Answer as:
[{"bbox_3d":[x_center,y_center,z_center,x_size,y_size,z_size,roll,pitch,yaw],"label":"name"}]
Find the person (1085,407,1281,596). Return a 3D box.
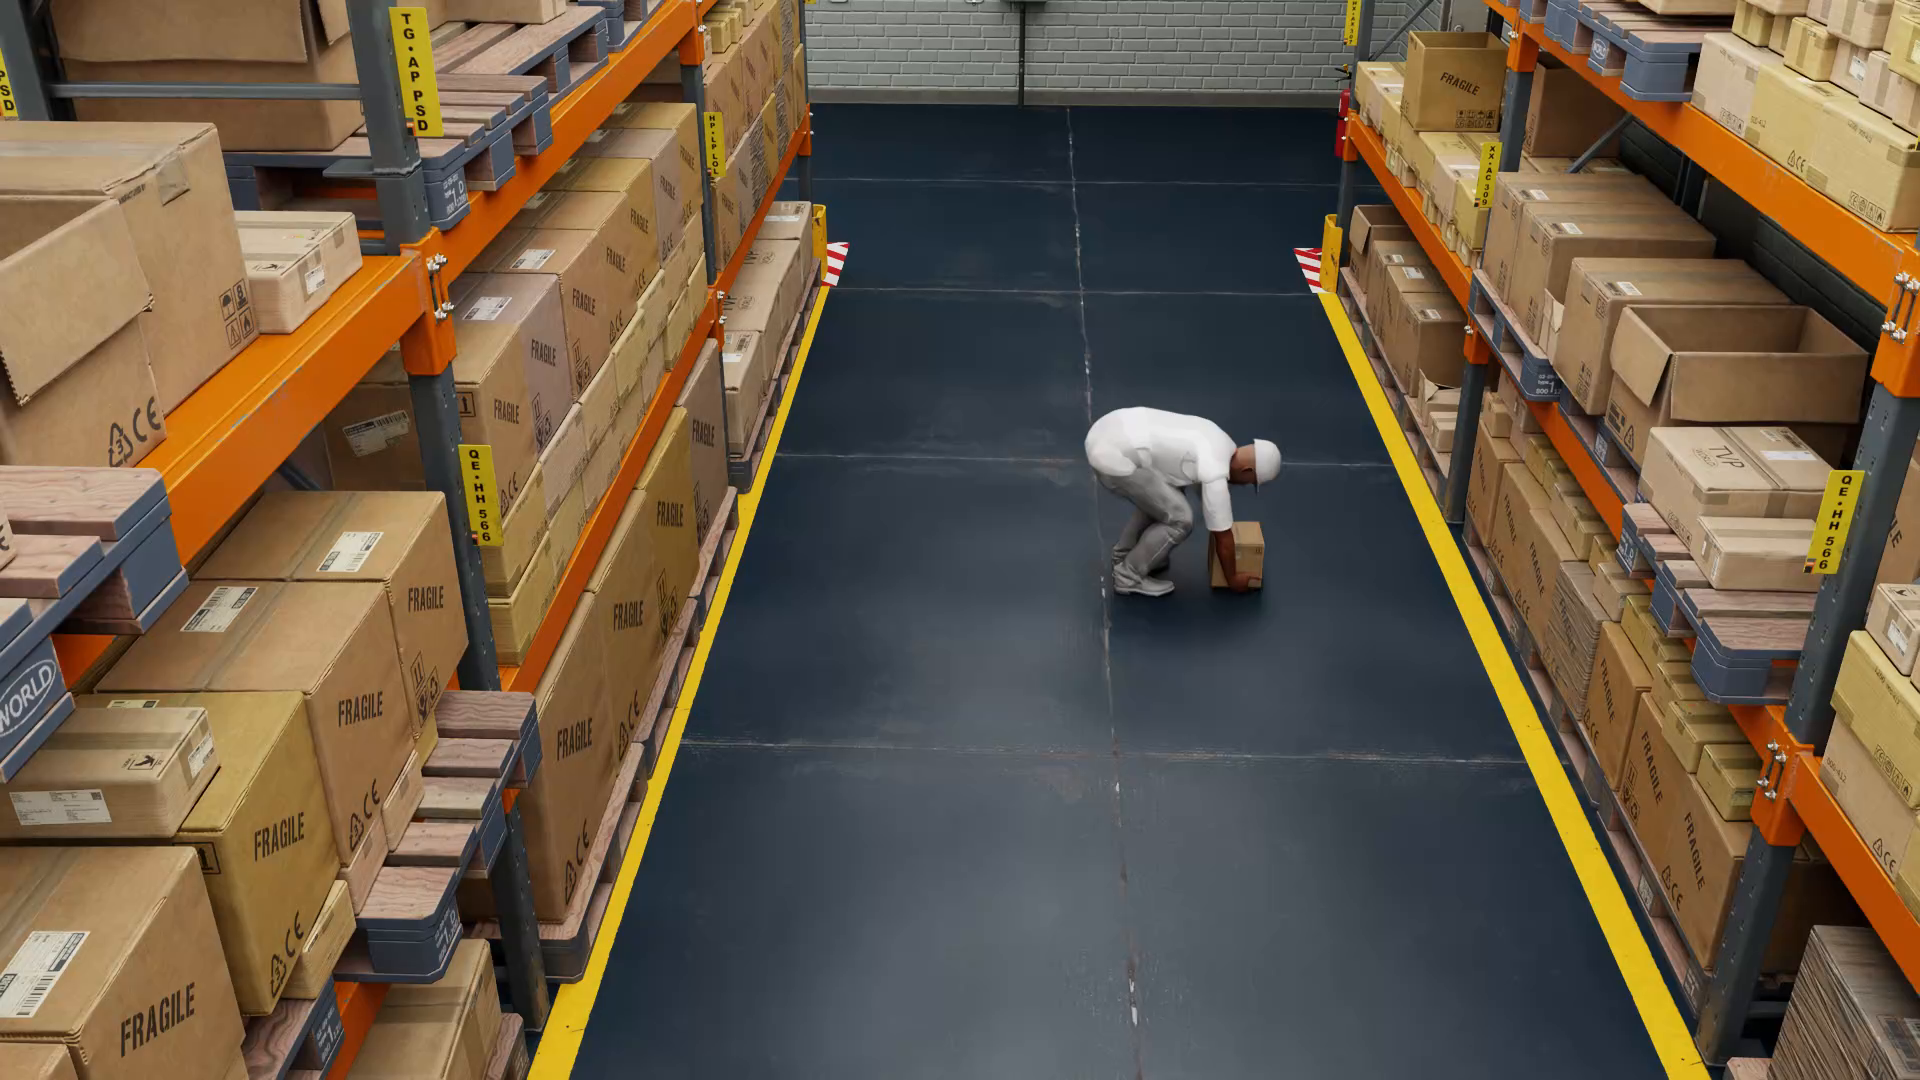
[{"bbox_3d":[1.112,-0.215,8.387,0.974,0.938,0.501,0,28,-1],"label":"person"}]
